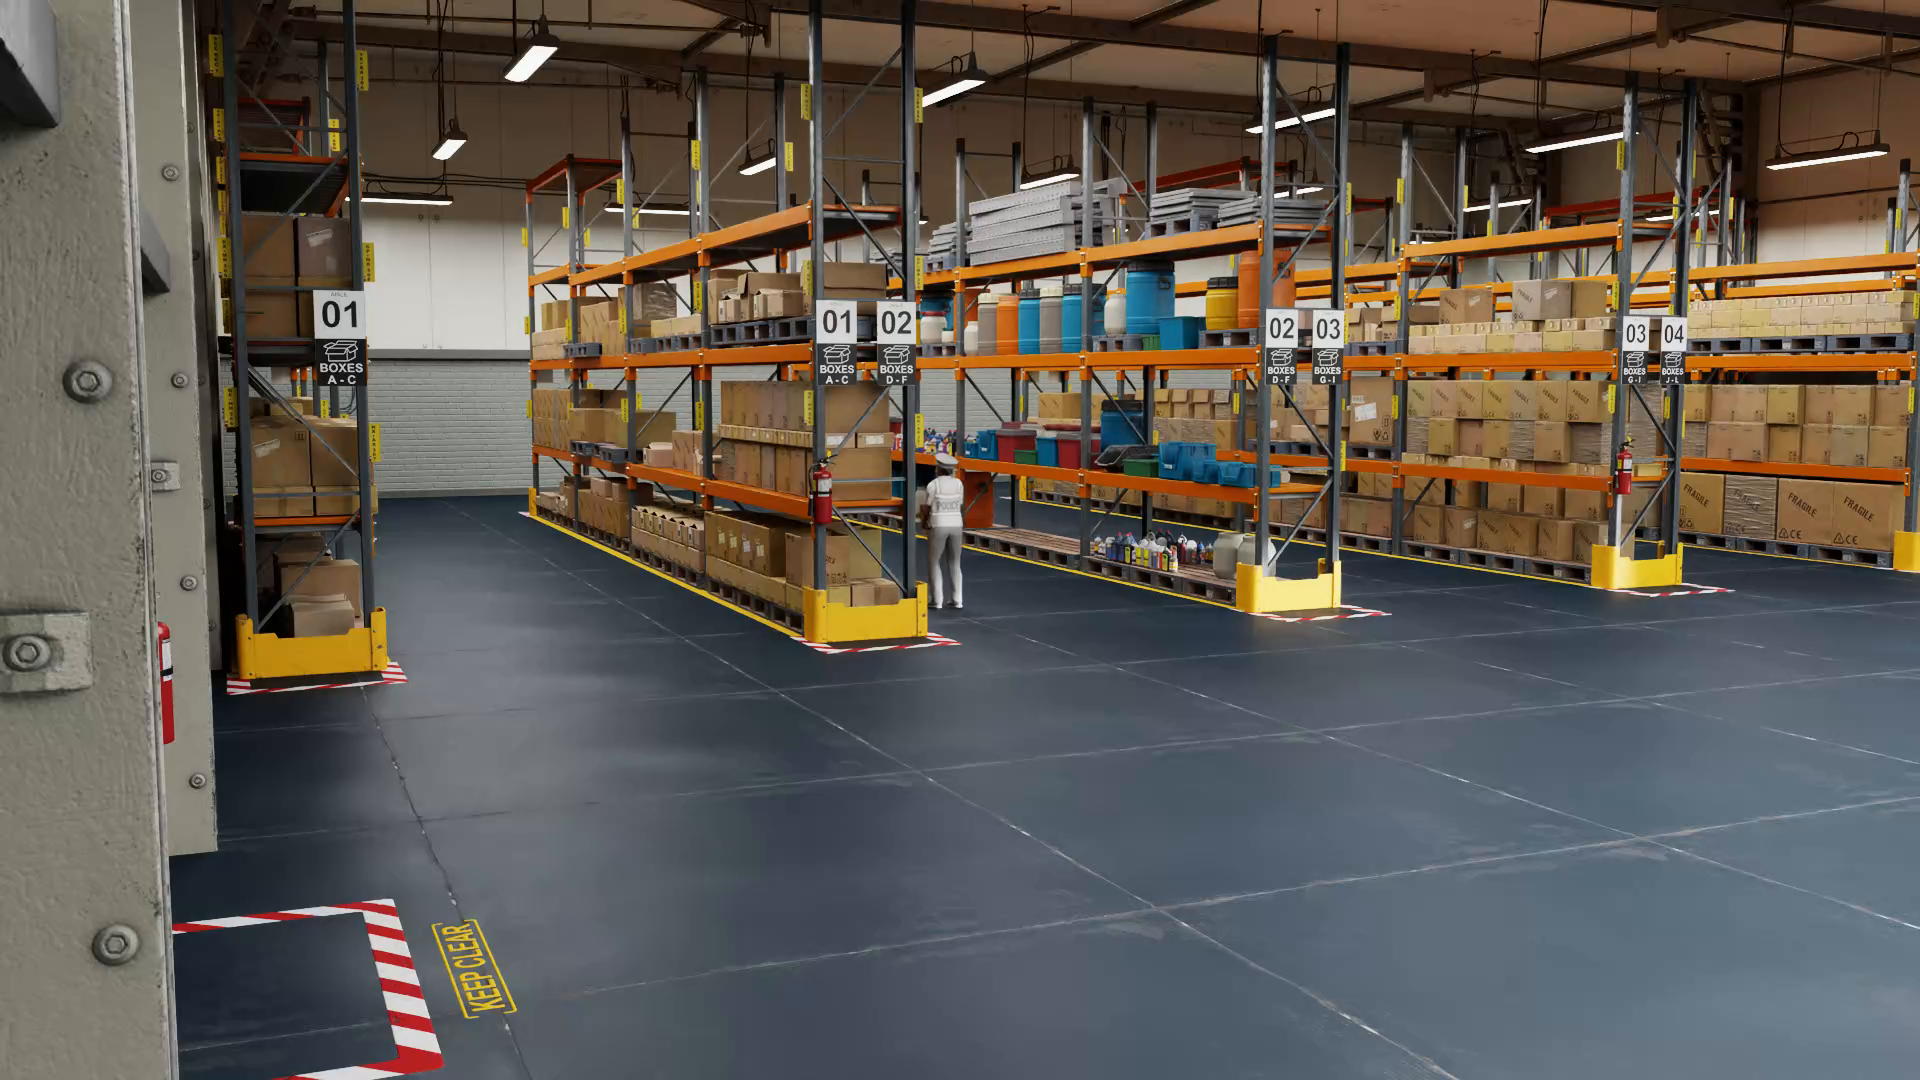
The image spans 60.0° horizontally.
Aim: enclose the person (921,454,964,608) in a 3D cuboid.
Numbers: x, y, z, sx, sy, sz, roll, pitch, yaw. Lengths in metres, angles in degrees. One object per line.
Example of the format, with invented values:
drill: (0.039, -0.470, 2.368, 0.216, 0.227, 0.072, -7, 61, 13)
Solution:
person: (-0.184, -0.089, 17.921, 0.531, 1.660, 0.427, -3, 6, -28)
